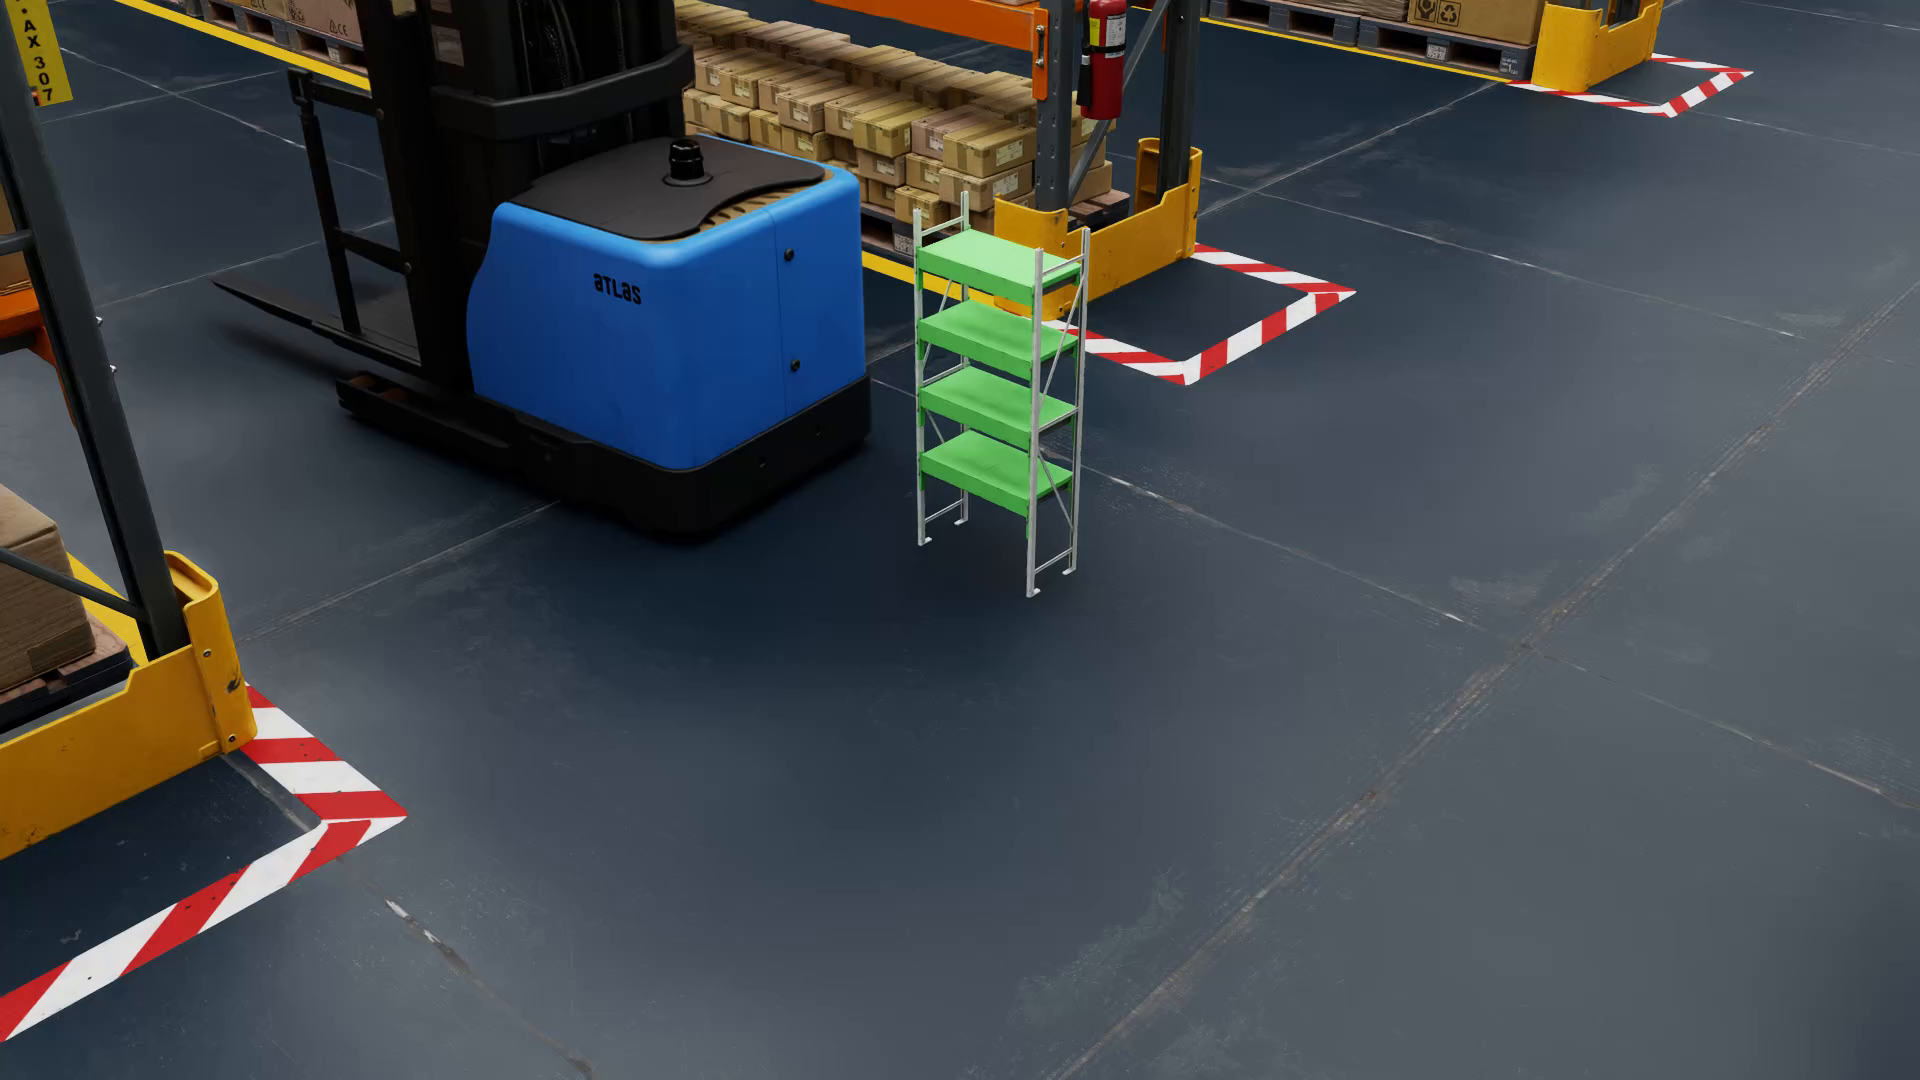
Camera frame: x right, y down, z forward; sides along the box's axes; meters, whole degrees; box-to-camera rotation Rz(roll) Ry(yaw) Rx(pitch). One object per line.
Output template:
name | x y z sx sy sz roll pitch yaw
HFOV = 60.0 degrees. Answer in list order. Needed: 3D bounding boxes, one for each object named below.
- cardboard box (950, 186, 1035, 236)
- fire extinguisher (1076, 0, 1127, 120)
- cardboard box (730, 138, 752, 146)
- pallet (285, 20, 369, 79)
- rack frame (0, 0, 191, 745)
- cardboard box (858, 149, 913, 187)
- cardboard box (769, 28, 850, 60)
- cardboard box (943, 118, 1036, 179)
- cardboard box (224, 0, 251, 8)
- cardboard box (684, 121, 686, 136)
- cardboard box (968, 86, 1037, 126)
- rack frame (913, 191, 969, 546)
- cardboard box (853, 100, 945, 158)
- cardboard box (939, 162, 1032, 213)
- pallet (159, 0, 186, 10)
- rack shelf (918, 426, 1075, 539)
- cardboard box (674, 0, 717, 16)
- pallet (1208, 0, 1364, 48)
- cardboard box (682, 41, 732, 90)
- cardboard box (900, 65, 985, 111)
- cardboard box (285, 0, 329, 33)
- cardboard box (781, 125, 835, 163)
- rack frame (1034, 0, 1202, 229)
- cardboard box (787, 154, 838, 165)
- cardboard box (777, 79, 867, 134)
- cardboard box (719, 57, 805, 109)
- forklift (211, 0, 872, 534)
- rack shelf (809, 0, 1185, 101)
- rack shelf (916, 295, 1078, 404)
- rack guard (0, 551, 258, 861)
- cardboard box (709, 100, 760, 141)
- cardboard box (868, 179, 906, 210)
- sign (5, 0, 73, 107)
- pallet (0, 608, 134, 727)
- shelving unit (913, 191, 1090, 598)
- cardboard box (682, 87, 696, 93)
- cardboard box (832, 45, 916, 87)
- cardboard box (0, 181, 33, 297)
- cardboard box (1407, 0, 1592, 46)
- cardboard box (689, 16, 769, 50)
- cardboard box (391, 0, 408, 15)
cardboard box | 0.171 -1.555 7.781 0.250 0.149 0.380 26 40 36
fire extinguisher | 0.578 -2.037 6.662 0.183 0.674 0.296 25 39 35
cardboard box | -0.975 -2.093 8.675 0.250 0.149 0.380 26 40 36
pallet | -3.752 -3.375 11.151 1.213 0.211 1.003 25 39 35
rack frame | -2.546 -0.566 3.782 0.127 3.000 1.000 25 39 35
cardboard box | -0.268 -1.833 7.954 0.250 0.149 0.380 23 38 33
cardboard box | -0.810 -2.645 9.015 0.250 0.149 0.380 23 38 33
cardboard box | 0.138 -1.794 7.601 0.250 0.149 0.380 26 39 36
cardboard box | -4.877 -4.029 11.551 0.500 0.500 0.500 23 38 33
cardboard box | -1.349 -2.281 8.988 0.250 0.149 0.380 23 38 33
cardboard box | 0.255 -2.068 8.057 0.250 0.149 0.380 26 40 36
rack frame | -0.058 -0.541 5.486 0.015 1.200 0.240 25 39 35
cardboard box | -0.287 -1.944 7.850 0.250 0.149 0.380 24 39 34
cardboard box | 0.118 -1.653 7.657 0.250 0.149 0.380 24 38 34
pallet | -5.764 -4.370 12.804 1.213 0.211 1.003 25 39 35
rack shelf | 0.123 -0.196 5.502 0.480 0.148 0.258 25 39 35
cardboard box | -1.610 -2.995 9.596 0.250 0.149 0.380 26 39 36
pallet | 2.558 -3.830 11.907 1.213 0.211 1.003 25 39 35
cardboard box | -1.421 -2.506 8.784 0.250 0.149 0.380 26 40 36
cardboard box | -0.085 -2.258 8.373 0.250 0.149 0.380 23 38 33
cardboard box | -4.118 -3.681 10.972 0.500 0.500 0.500 24 38 34
cardboard box | -0.661 -2.007 8.244 0.250 0.149 0.380 26 39 36
rack frame | 0.701 -2.494 6.984 0.127 3.000 1.000 25 39 35
cardboard box | -0.649 -1.874 8.312 0.250 0.149 0.380 23 38 33
cardboard box | -0.673 -2.129 8.158 0.250 0.149 0.380 27 40 37
cardboard box | -1.007 -2.343 8.513 0.250 0.149 0.380 25 39 35
forklift | -1.824 -1.873 6.019 3.031 2.935 1.130 21 37 30
rack shelf | -0.782 -2.878 8.320 4.000 0.370 1.077 25 39 35
rack shelf | 0.123 -0.608 5.255 0.480 0.148 0.258 25 39 35
rack guard | -2.528 0.513 4.413 0.348 0.500 1.175 25 39 35
cardboard box | -1.061 -2.187 8.544 0.250 0.149 0.380 25 39 36
cardboard box | -0.226 -1.729 8.071 0.250 0.149 0.380 25 39 35
sign | -2.169 -1.181 3.887 0.005 0.325 0.100 25 39 35
pallet | -3.191 0.382 4.911 1.213 0.211 1.003 25 39 35
shelving unit | 0.123 -0.457 5.345 0.503 1.200 0.258 25 39 35
cardboard box | -1.372 -2.394 8.887 0.250 0.149 0.380 27 40 37
cardboard box | -0.449 -2.466 8.719 0.250 0.149 0.380 26 39 36
cardboard box | -2.709 -0.885 4.214 0.500 0.500 0.500 25 39 35
cardboard box | 3.576 -3.816 10.834 0.875 0.875 0.875 25 39 35
cardboard box | -1.281 -2.792 9.259 0.250 0.149 0.380 27 40 37
cardboard box | -3.363 -3.325 10.381 0.500 0.500 0.500 24 38 34
